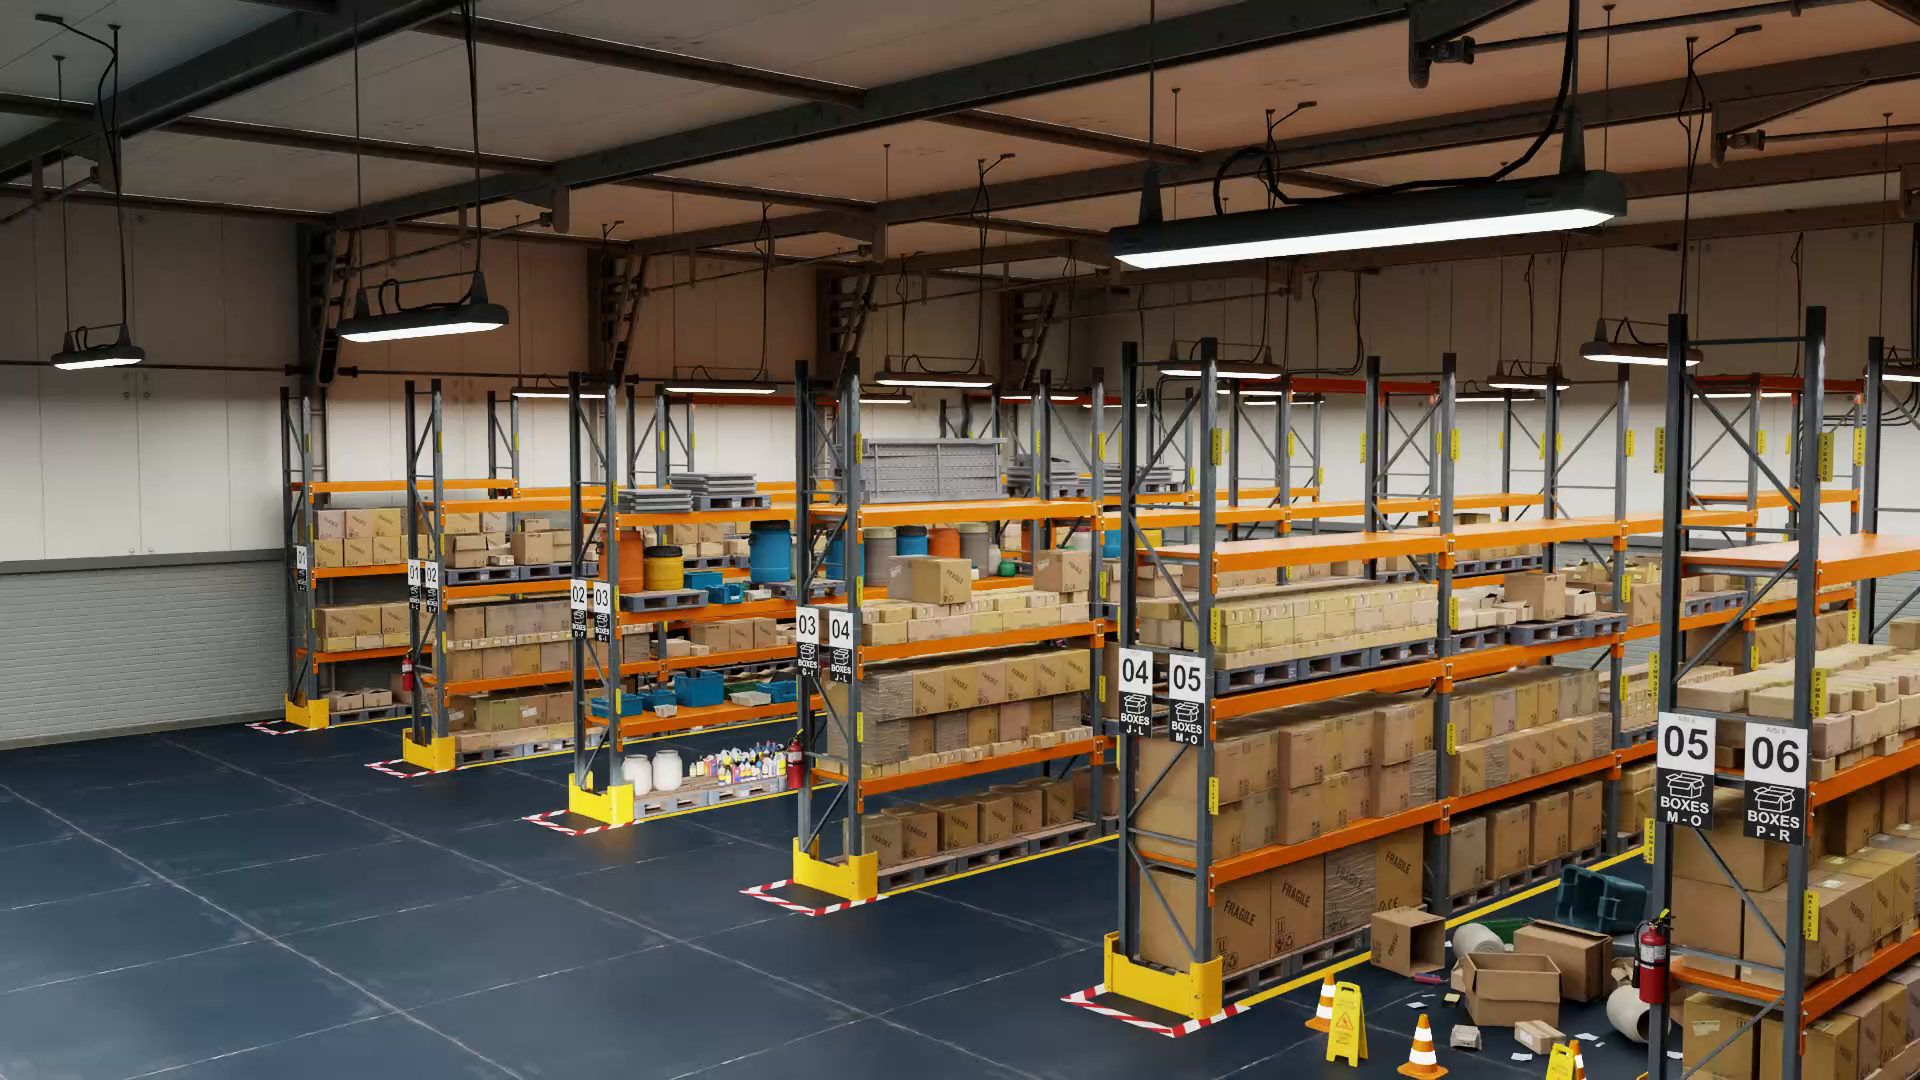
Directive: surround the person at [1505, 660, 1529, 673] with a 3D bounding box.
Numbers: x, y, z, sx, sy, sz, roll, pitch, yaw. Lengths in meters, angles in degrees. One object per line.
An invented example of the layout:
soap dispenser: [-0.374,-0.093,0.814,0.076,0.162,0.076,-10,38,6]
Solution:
person: [8.824,2.619,26.188,0.649,1.770,0.738,3,5,40]
